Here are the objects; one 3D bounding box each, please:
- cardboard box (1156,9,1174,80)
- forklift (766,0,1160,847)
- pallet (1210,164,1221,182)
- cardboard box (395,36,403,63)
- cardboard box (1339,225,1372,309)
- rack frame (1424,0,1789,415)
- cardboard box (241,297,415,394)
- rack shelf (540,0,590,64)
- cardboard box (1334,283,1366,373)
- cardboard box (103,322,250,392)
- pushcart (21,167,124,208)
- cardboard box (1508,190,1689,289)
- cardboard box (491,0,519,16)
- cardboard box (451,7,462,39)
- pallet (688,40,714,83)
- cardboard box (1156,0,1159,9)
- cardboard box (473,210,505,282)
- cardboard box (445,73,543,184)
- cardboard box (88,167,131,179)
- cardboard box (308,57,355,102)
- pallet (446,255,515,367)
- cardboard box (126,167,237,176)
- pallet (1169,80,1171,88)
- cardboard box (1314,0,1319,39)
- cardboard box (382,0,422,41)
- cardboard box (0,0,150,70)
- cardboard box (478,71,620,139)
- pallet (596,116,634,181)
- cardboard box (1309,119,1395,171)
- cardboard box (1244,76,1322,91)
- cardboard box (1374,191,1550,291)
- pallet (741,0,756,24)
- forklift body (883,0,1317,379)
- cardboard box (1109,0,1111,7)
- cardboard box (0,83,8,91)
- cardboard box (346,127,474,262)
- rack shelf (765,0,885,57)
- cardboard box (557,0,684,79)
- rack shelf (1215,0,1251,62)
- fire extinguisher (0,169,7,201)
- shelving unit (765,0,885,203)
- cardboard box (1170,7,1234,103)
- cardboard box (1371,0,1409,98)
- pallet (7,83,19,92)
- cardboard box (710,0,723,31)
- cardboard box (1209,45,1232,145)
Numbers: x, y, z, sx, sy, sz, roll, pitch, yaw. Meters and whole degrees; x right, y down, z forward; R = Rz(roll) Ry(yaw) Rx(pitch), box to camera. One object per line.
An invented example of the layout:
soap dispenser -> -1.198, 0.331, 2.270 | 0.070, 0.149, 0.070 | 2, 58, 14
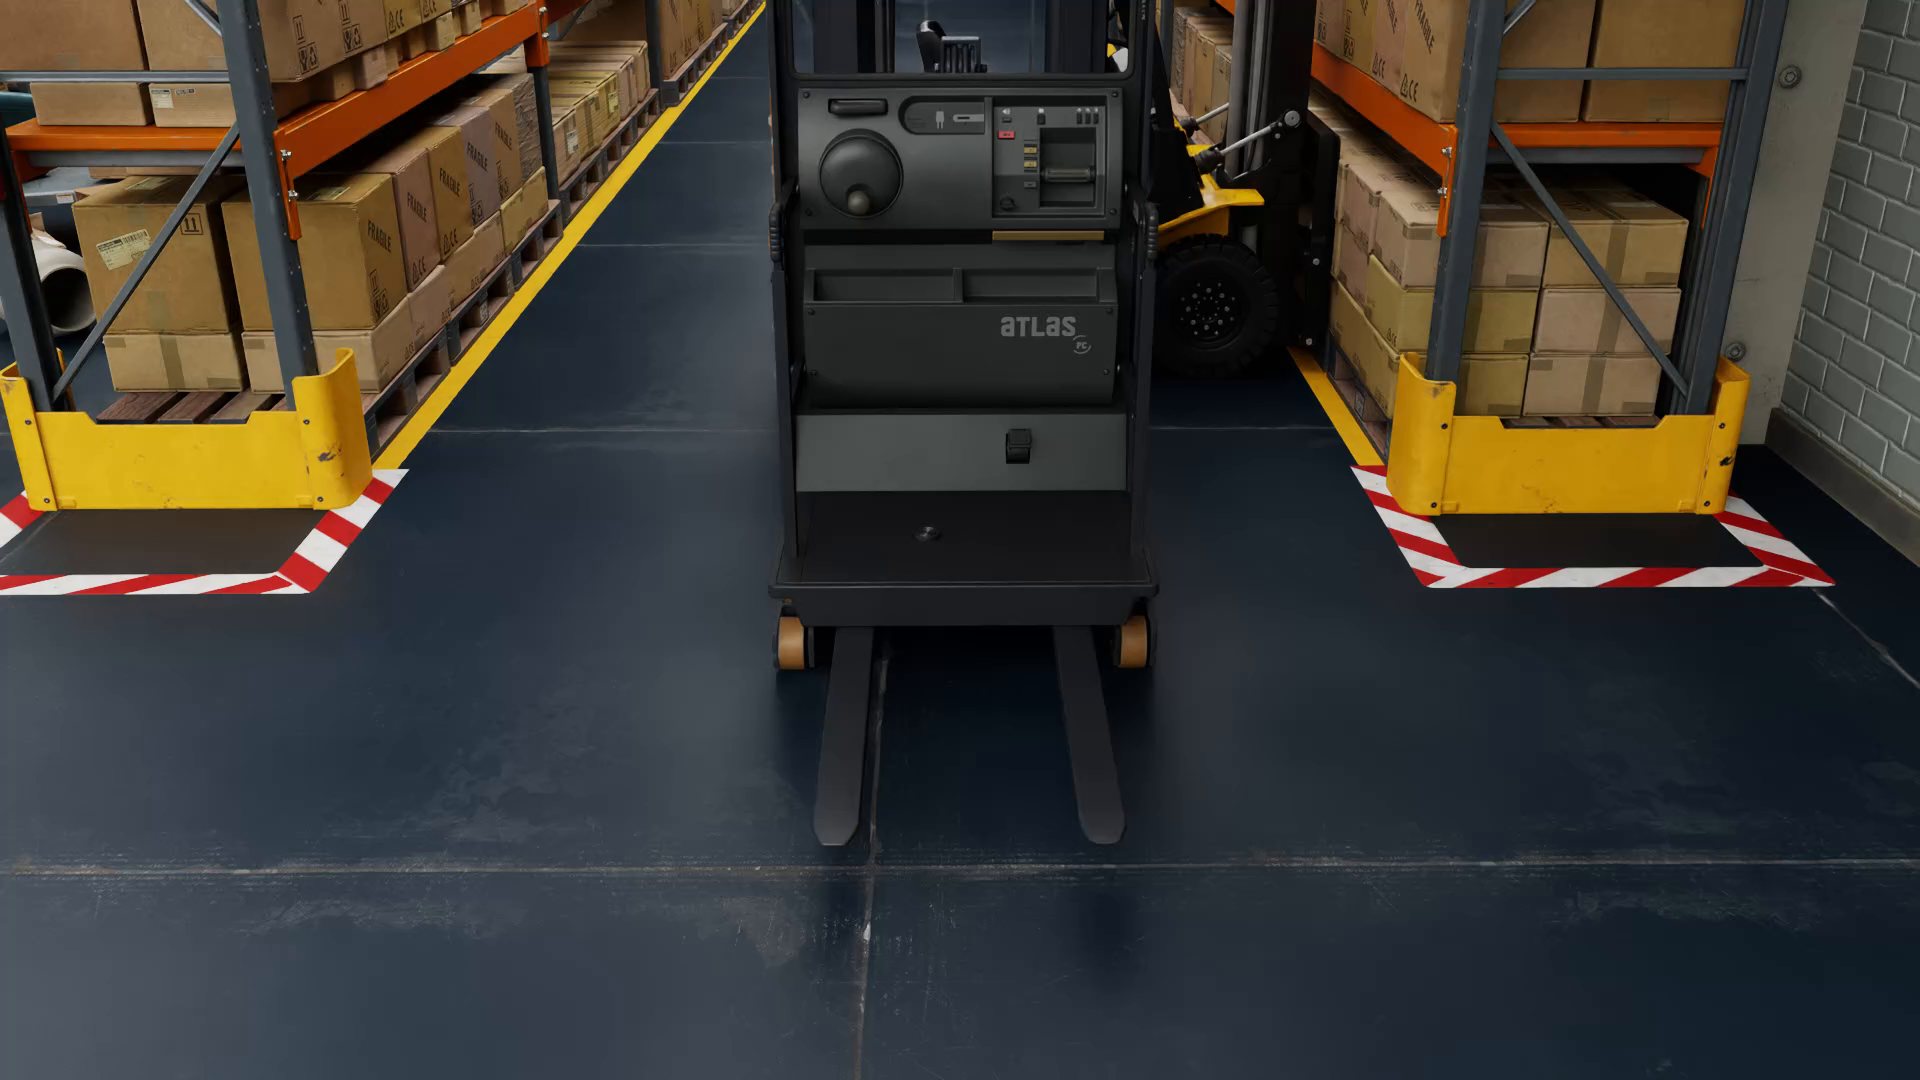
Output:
cardboard box -> 1.867, -4.060, 13.611 | 0.500, 0.500, 0.500 | 0, 24, 1
forklift -> 0.006, -1.078, 4.577 | 1.130, 2.935, 3.031 | 0, 24, -1
pallet -> 2.083, -2.219, 10.400 | 1.003, 0.211, 1.213 | 0, 24, -1
cardboard box -> -2.581, -2.074, 7.001 | 0.380, 0.149, 0.250 | 1, 24, 1
cardboard box -> 1.862, -1.110, 6.785 | 0.500, 0.250, 0.500 | 0, 24, -1
rack frame -> 2.174, -1.538, 5.510 | 1.000, 3.000, 0.127 | 0, 24, -1
cardboard box -> -2.521, -0.786, 6.675 | 0.500, 0.250, 0.500 | 0, 24, -1
rack shelf -> -2.855, -3.659, 11.072 | 1.077, 0.370, 4.000 | 0, 24, -1
cardboard box -> 1.857, -0.874, 6.869 | 0.500, 0.250, 0.500 | 0, 24, -1
cardboard box -> -3.067, -0.794, 6.693 | 0.500, 0.250, 0.500 | 0, 24, -1
pushcart -> -5.112, -1.937, 9.574 | 1.648, 0.377, 0.936 | -9, 26, -19
cardboard box -> 2.358, -1.131, 6.224 | 0.500, 0.250, 0.500 | -1, 24, -1
cardboard box -> -2.515, -2.814, 8.637 | 0.380, 0.149, 0.250 | 0, 24, 1
cardboard box -> -2.537, -2.393, 7.705 | 0.380, 0.149, 0.250 | -1, 24, -1
pallet -> -2.820, -4.367, 15.149 | 1.003, 0.211, 1.213 | 0, 24, -1
cardboard box -> 1.794, -4.497, 13.790 | 0.380, 0.149, 0.250 | -1, 24, -3
cardboard box -> -2.541, -1.430, 8.098 | 0.500, 0.250, 0.500 | 0, 24, 0
cardboard box -> -2.558, -2.200, 8.891 | 0.500, 0.500, 0.500 | -1, 24, -1
cardboard box -> -4.612, -2.348, 9.416 | 0.500, 0.500, 0.500 | 0, 24, -1
cardboard box -> -2.525, -1.754, 6.293 | 0.380, 0.149, 0.250 | -1, 24, -2
pallet -> -2.774, -1.111, 7.951 | 1.003, 0.211, 1.213 | 0, 24, -1
cardboard box -> -3.130, -1.570, 6.711 | 0.380, 0.149, 0.250 | 0, 24, 1
pallet -> 2.117, -3.872, 14.054 | 1.003, 0.211, 1.213 | 0, 24, -1
cardboard box -> 1.903, -2.625, 7.792 | 0.500, 0.500, 0.500 | 0, 24, -1
cardboard box -> -2.533, -2.315, 6.746 | 0.500, 0.500, 0.500 | -1, 24, -2
cardboard box -> -3.071, -1.918, 5.868 | 0.500, 0.500, 0.500 | -1, 24, -1
cardboard box -> -2.862, -2.955, 11.323 | 0.950, 0.372, 0.625 | 1, 24, 1
pallet -> -2.859, -2.717, 11.500 | 1.003, 0.211, 1.213 | 0, 24, -1
cardboard box -> 1.832, -1.747, 7.587 | 0.500, 0.250, 0.500 | -1, 24, -2
cardboard box -> 1.822, -2.380, 8.985 | 0.500, 0.250, 0.500 | -1, 24, -1
cardboard box -> 1.857, -1.120, 6.201 | 0.500, 0.250, 0.500 | 1, 24, 1
pallet -> -2.866, -6.006, 18.773 | 1.003, 0.211, 1.213 | 0, 24, -1
forklift body -> 0.329, -1.924, 7.395 | 2.313, 2.155, 1.214 | 0, 24, -1
cardboard box -> 1.744, -5.603, 17.449 | 0.380, 0.149, 0.250 | -1, 24, -2
cardboard box -> -7.908, -3.662, 12.426 | 1.050, 0.750, 0.750 | -1, 24, -1
cardboard box -> -2.530, -1.560, 7.476 | 0.500, 0.500, 0.500 | 0, 24, 0
rack shelf -> -0.508, -2.067, 6.100 | 0.431, 0.518, 0.480 | -3, 24, -7
cardboard box -> -2.801, -4.319, 13.728 | 0.875, 0.875, 0.875 | 0, 24, -1
rack shelf -> 2.109, -3.683, 11.125 | 1.077, 0.370, 4.000 | 0, 24, -1
fire extinguisher -> -3.249, -1.430, 5.365 | 0.296, 0.674, 0.183 | 0, 24, -1
shelving unit -> -0.507, -1.439, 6.376 | 0.431, 2.100, 0.503 | -3, 24, -7
cardboard box -> 2.080, -3.687, 12.634 | 0.875, 0.625, 0.625 | 1, 24, 1
cardboard box -> 1.910, -1.999, 6.408 | 0.500, 0.500, 0.500 | 0, 24, 1
pallet -> -7.832, -3.798, 13.892 | 1.003, 0.211, 1.213 | 0, 24, -1
cardboard box -> -2.833, -5.427, 16.178 | 0.875, 0.875, 0.875 | 0, 24, 1
cardboard box -> 2.113, -2.830, 10.740 | 0.875, 0.625, 0.625 | 0, 24, -1
